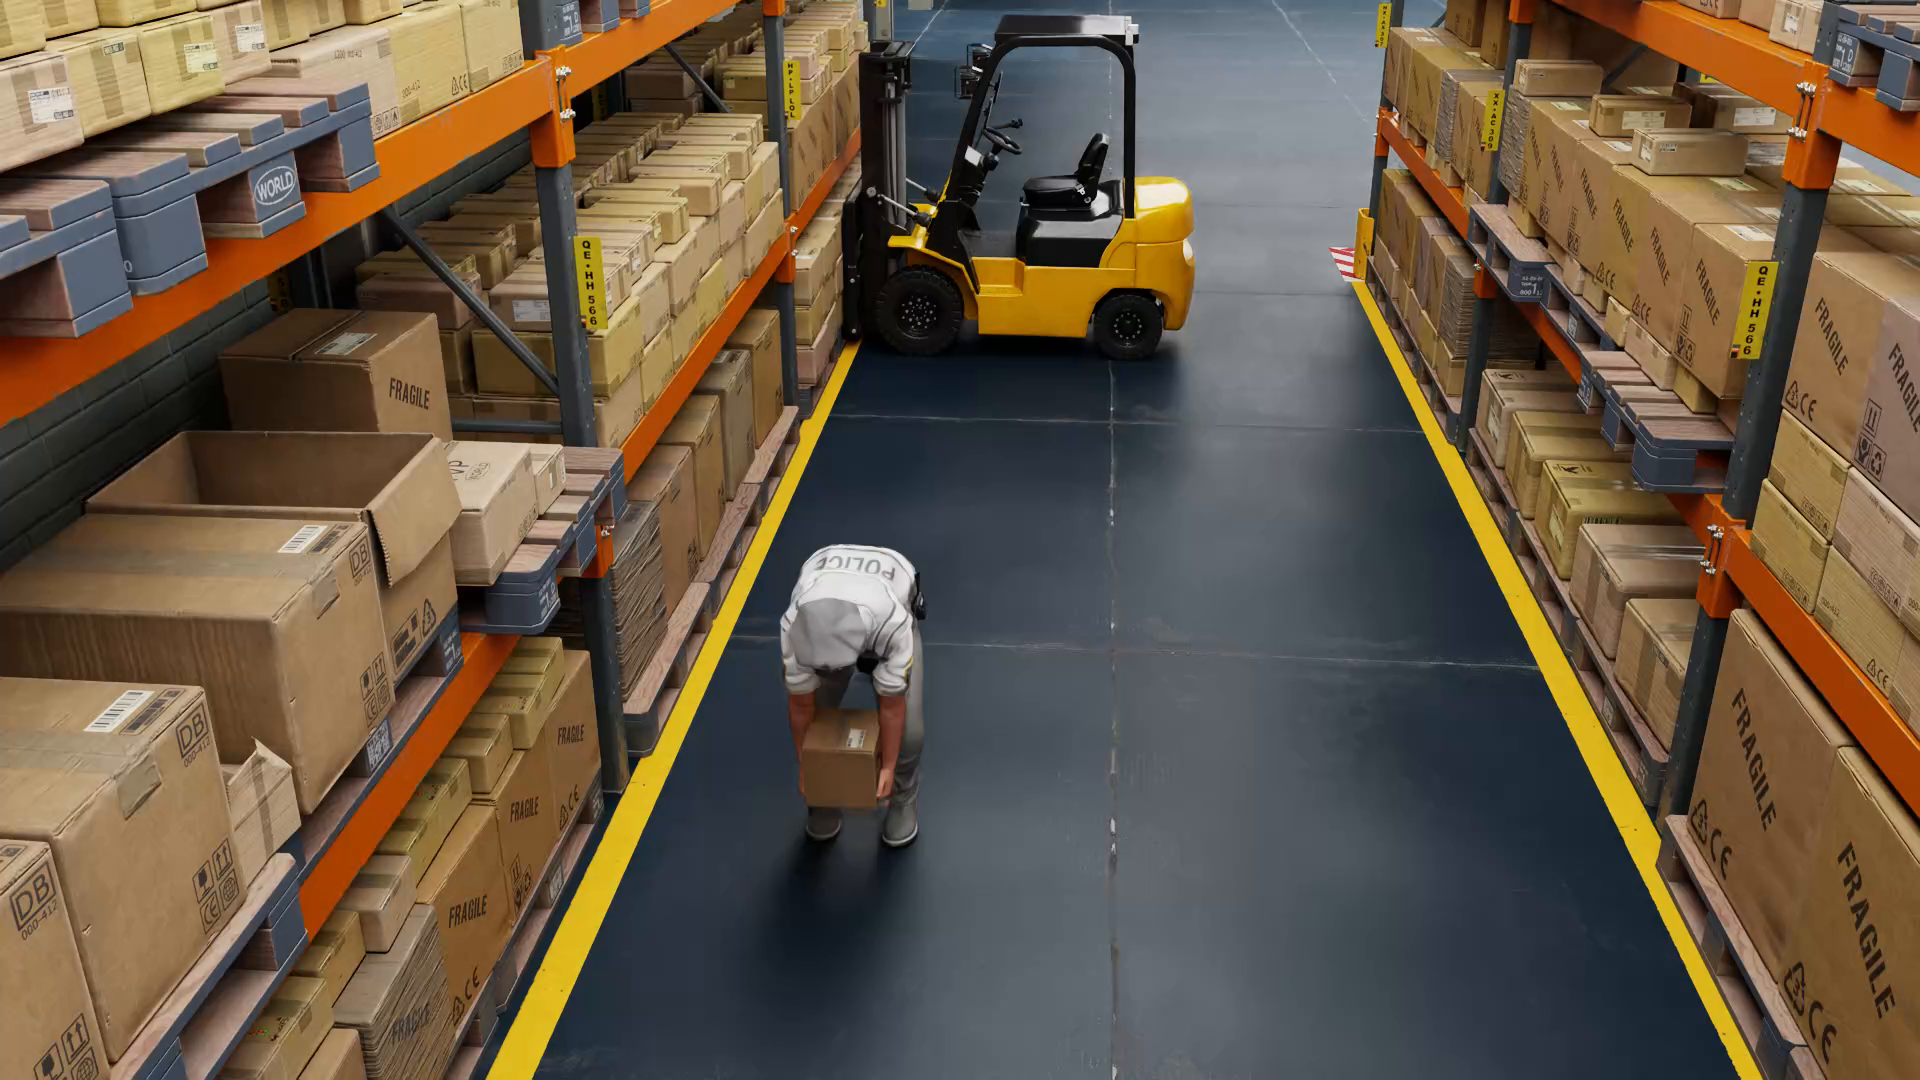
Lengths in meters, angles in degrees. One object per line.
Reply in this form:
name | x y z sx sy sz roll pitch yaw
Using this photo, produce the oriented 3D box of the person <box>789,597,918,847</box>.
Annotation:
person | -0.398 0.631 5.828 0.425 1.241 0.914 3 25 6
